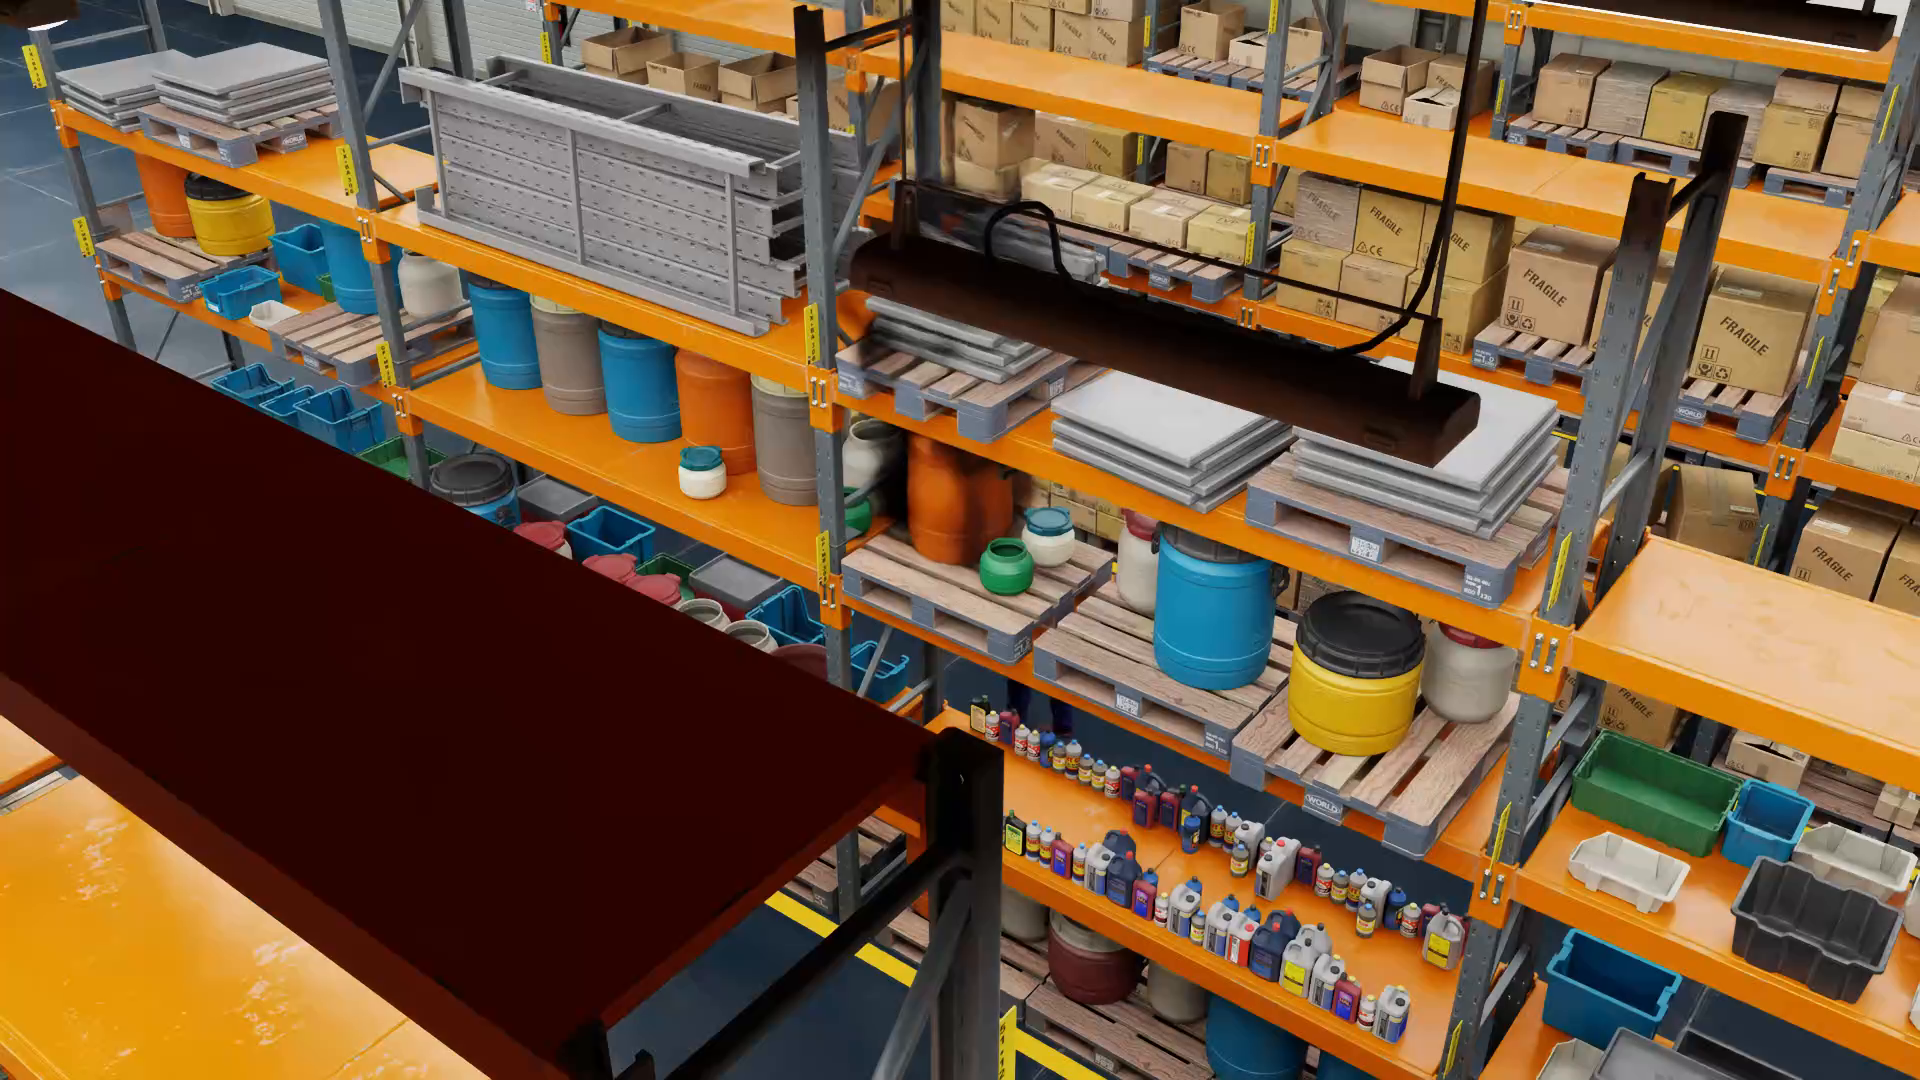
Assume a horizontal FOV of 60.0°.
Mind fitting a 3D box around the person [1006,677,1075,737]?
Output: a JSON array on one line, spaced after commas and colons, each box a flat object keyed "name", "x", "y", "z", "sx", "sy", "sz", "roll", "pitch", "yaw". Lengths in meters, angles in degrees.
[{"name": "person", "x": 0.520, "y": 0.768, "z": 11.949, "sx": 0.678, "sy": 1.746, "sz": 0.584, "roll": 21, "pitch": 37, "yaw": 30}]
